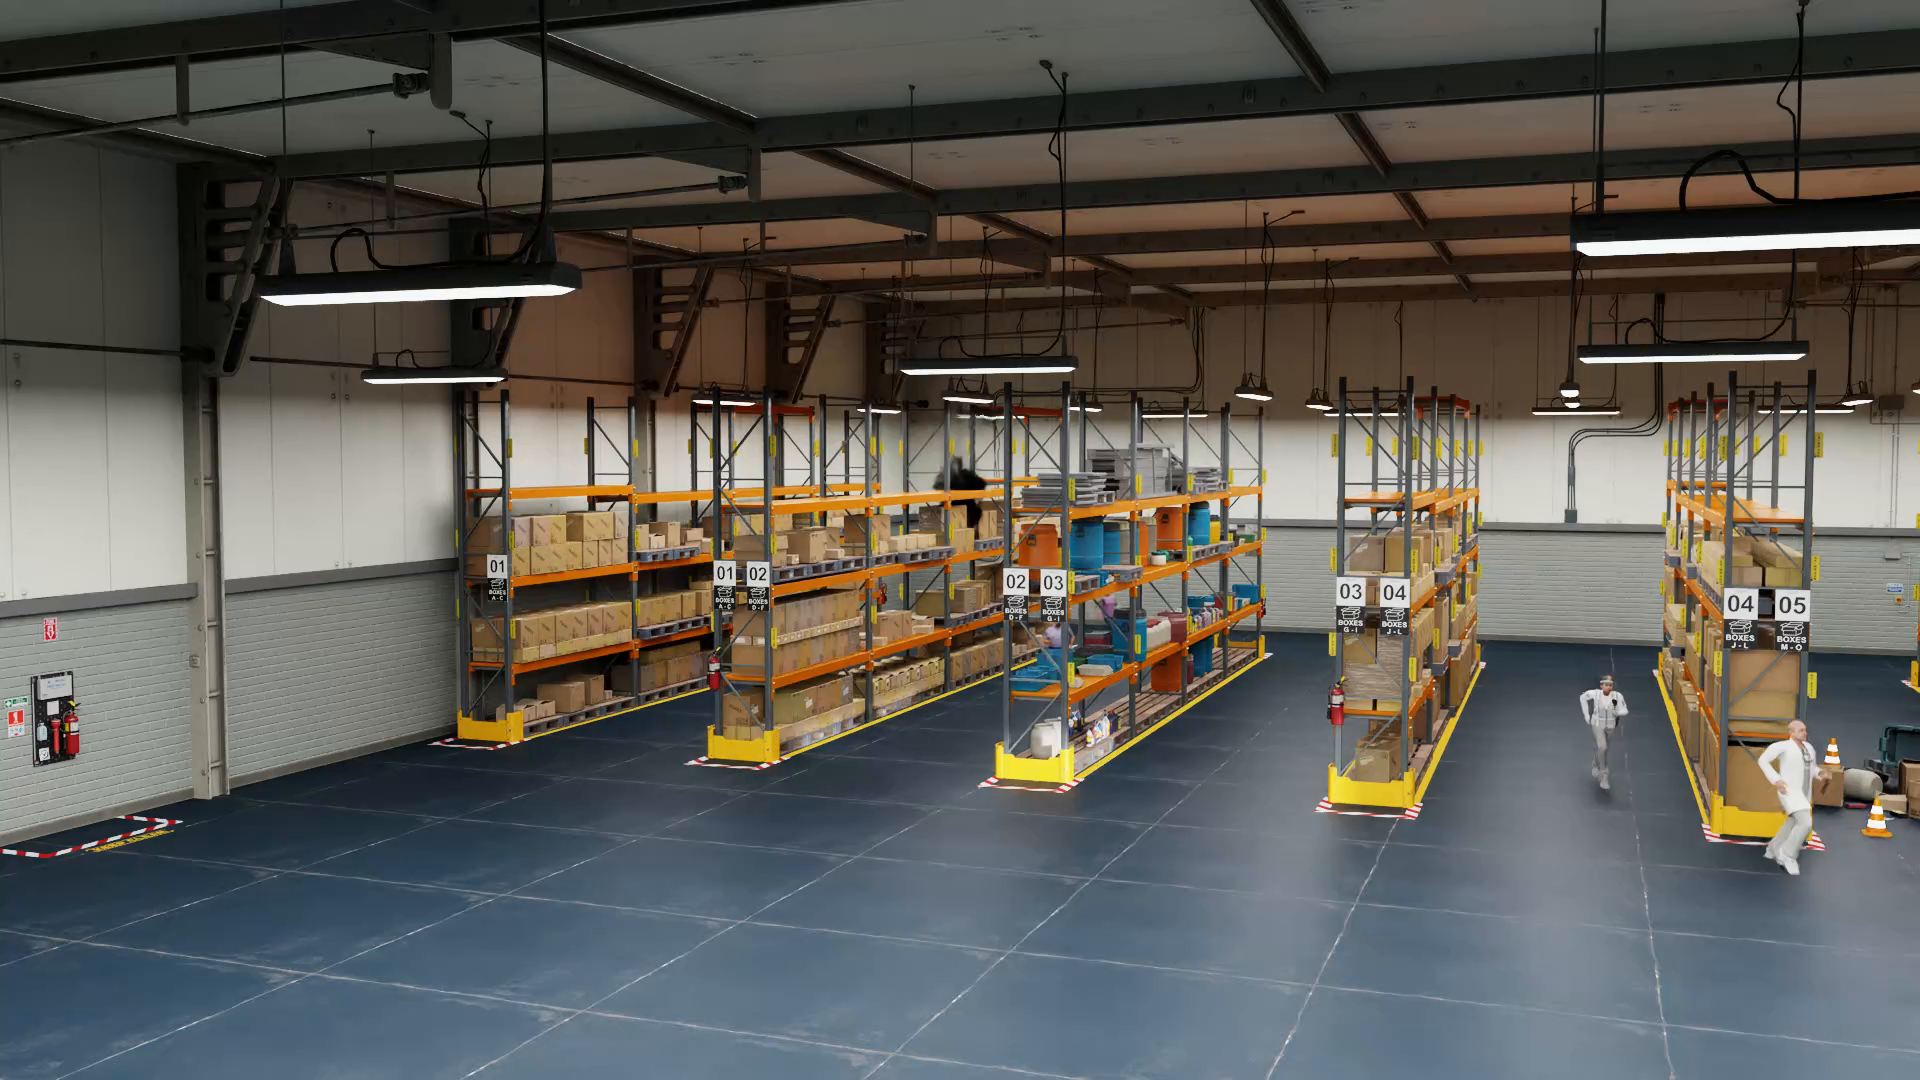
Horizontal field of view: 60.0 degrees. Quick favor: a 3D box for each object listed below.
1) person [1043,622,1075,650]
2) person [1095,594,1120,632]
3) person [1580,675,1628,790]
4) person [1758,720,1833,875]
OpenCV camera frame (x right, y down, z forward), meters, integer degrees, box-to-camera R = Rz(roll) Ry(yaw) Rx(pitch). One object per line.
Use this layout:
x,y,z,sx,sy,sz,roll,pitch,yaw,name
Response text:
1.980,2.324,33.608,0.607,1.610,0.941,1,3,16,person
3.698,1.935,41.227,0.588,1.596,0.677,-1,3,-23,person
9.577,2.818,24.776,0.609,1.695,0.902,0,3,4,person
9.887,3.044,19.671,0.679,1.816,0.800,-2,4,-28,person
